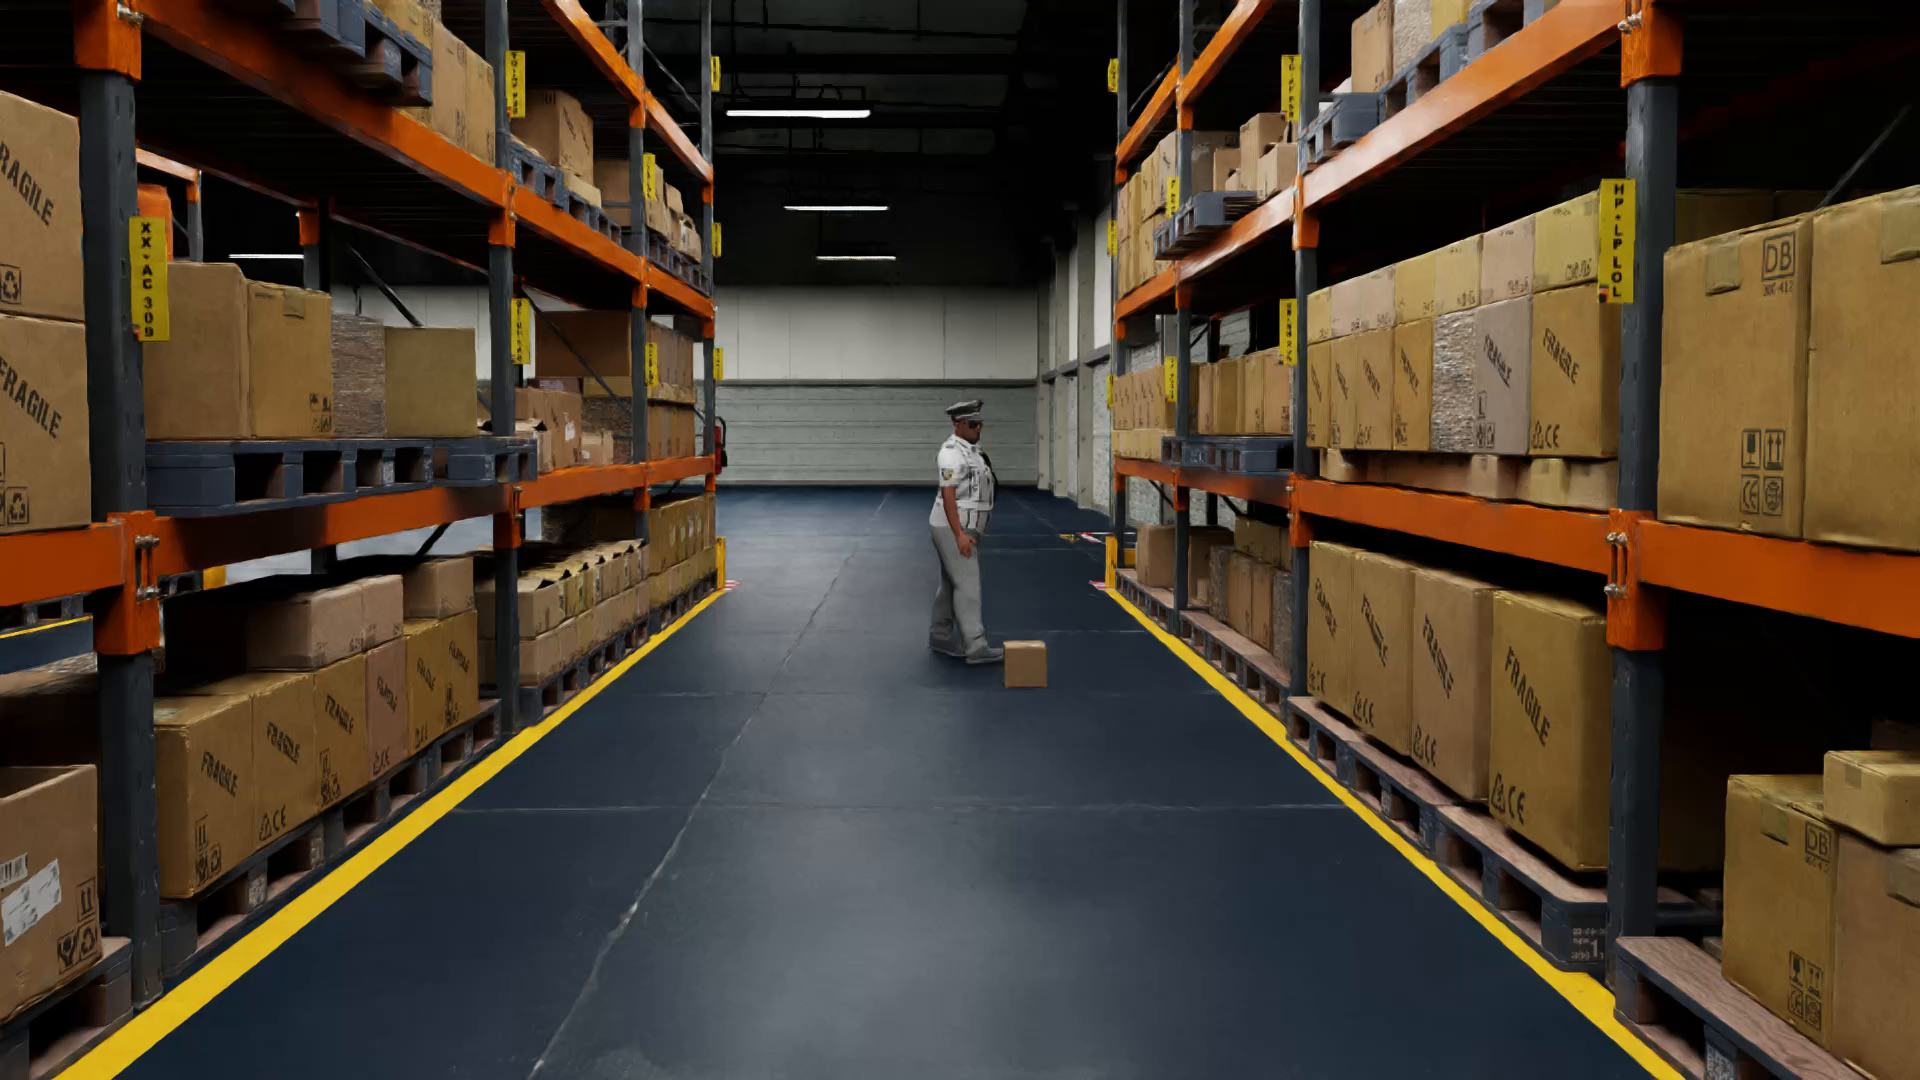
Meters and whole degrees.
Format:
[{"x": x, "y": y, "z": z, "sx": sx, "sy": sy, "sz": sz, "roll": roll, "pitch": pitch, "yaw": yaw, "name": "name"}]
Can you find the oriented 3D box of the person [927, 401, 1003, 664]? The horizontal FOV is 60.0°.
[{"x": 0.017, "y": -0.055, "z": 11.171, "sx": 0.623, "sy": 1.752, "sz": 0.618, "roll": 1, "pitch": 4, "yaw": 14, "name": "person"}]
